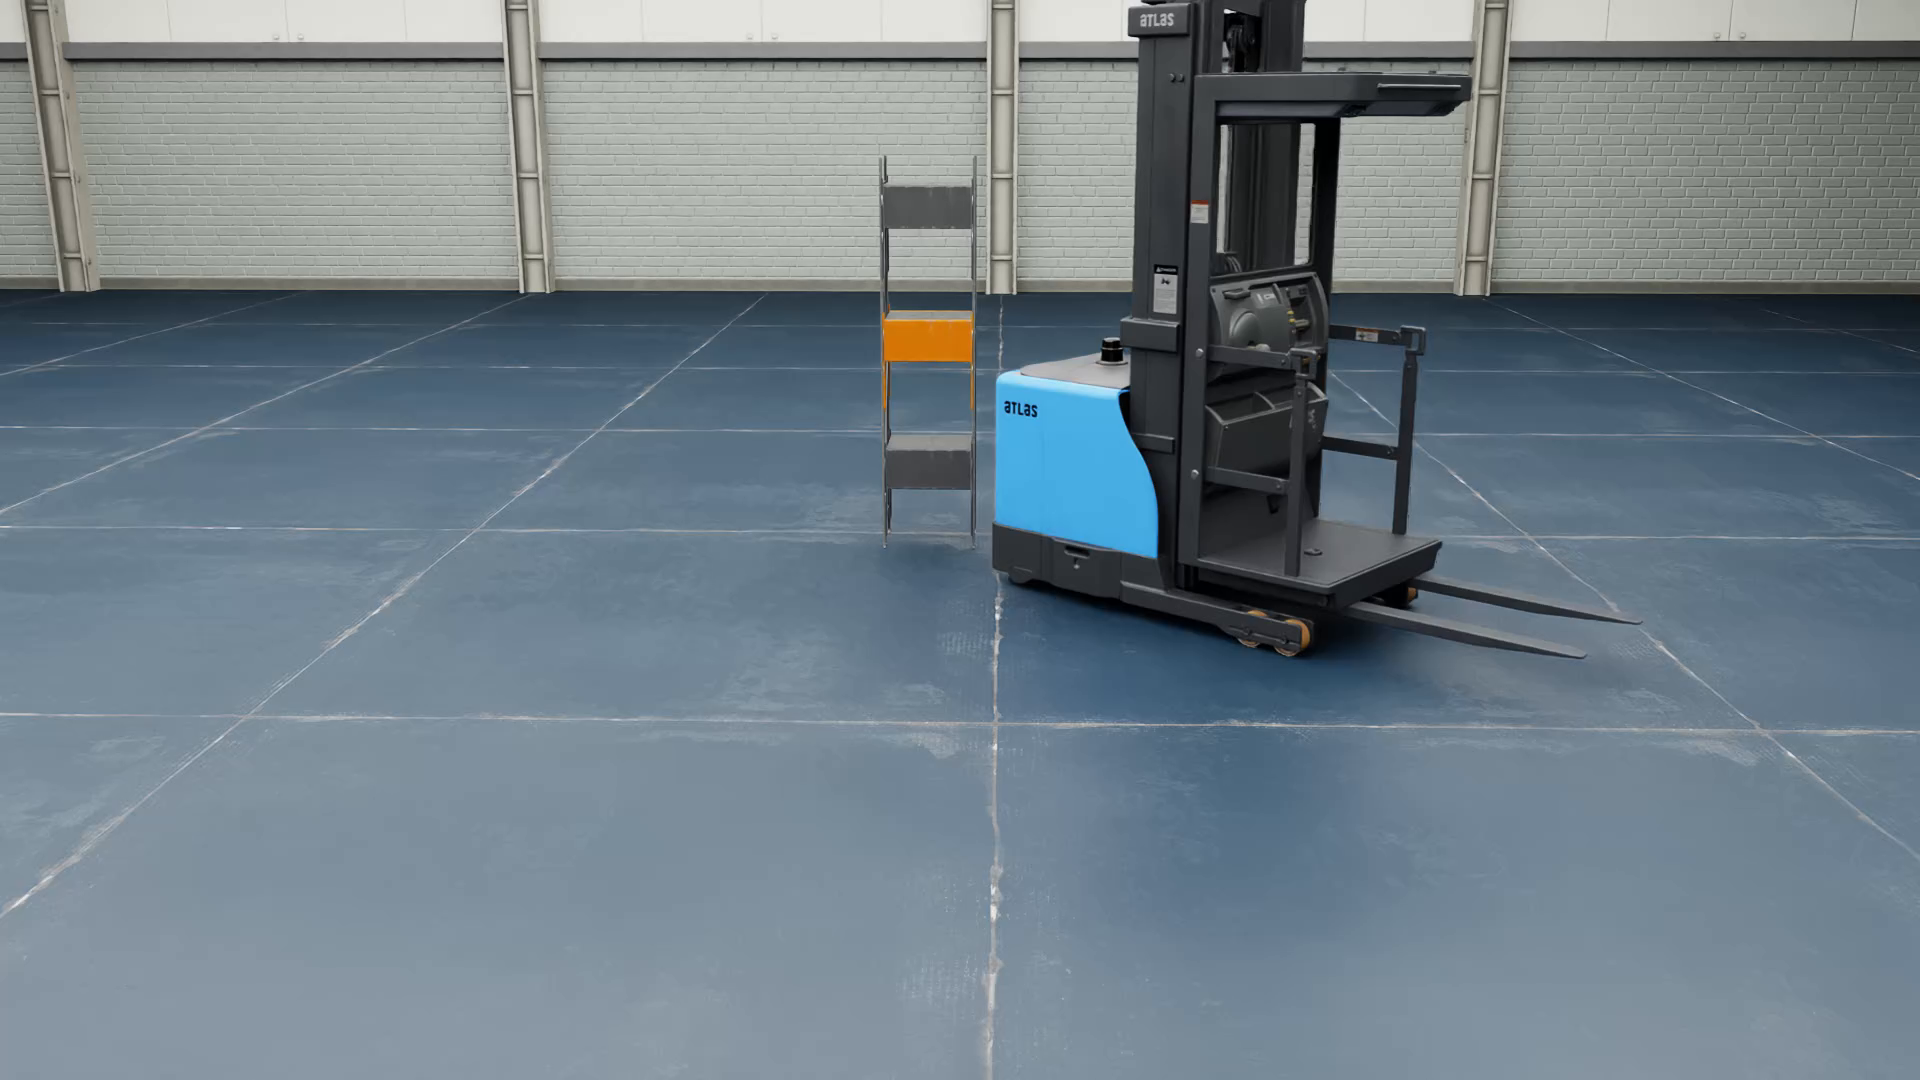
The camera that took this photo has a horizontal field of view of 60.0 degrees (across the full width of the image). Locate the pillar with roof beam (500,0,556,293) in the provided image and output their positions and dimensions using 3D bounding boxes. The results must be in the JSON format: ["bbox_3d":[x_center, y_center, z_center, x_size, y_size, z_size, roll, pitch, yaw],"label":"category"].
[{"bbox_3d":[-5.576,-6.472,16.231,0.400,9.000,9.100,0,15,1],"label":"pillar with roof beam"}]

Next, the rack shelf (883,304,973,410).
[{"bbox_3d":[-0.165,-1.003,9.080,0.480,0.518,0.431,0,15,1],"label":"rack shelf"}]

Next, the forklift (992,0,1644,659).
[{"bbox_3d":[1.596,-1.051,7.578,3.031,2.935,1.130,13,20,40],"label":"forklift"}]

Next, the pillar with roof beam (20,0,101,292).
[{"bbox_3d":[-11.574,-6.511,16.379,0.400,9.000,9.100,0,15,1],"label":"pillar with roof beam"}]

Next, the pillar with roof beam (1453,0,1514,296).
[{"bbox_3d":[6.420,-6.394,15.935,0.400,9.000,9.100,0,15,1],"label":"pillar with roof beam"}]

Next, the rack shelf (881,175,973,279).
[{"bbox_3d":[-0.165,-1.680,8.901,0.480,0.518,0.431,0,15,1],"label":"rack shelf"}]

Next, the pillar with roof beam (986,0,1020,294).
[{"bbox_3d":[0.422,-6.433,16.083,0.400,9.000,9.100,0,15,1],"label":"pillar with roof beam"}]

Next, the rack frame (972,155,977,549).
[{"bbox_3d":[0.078,-1.015,9.070,0.015,2.100,0.400,0,15,1],"label":"rack frame"}]

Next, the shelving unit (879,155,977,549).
[{"bbox_3d":[-0.165,-1.016,9.076,0.503,2.100,0.431,0,15,1],"label":"shelving unit"}]

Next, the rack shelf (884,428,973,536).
[{"bbox_3d":[-0.165,-0.326,9.258,0.480,0.518,0.431,0,15,1],"label":"rack shelf"}]

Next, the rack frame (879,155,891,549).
[{"bbox_3d":[-0.409,-1.018,9.082,0.015,2.100,0.400,0,15,1],"label":"rack frame"}]
